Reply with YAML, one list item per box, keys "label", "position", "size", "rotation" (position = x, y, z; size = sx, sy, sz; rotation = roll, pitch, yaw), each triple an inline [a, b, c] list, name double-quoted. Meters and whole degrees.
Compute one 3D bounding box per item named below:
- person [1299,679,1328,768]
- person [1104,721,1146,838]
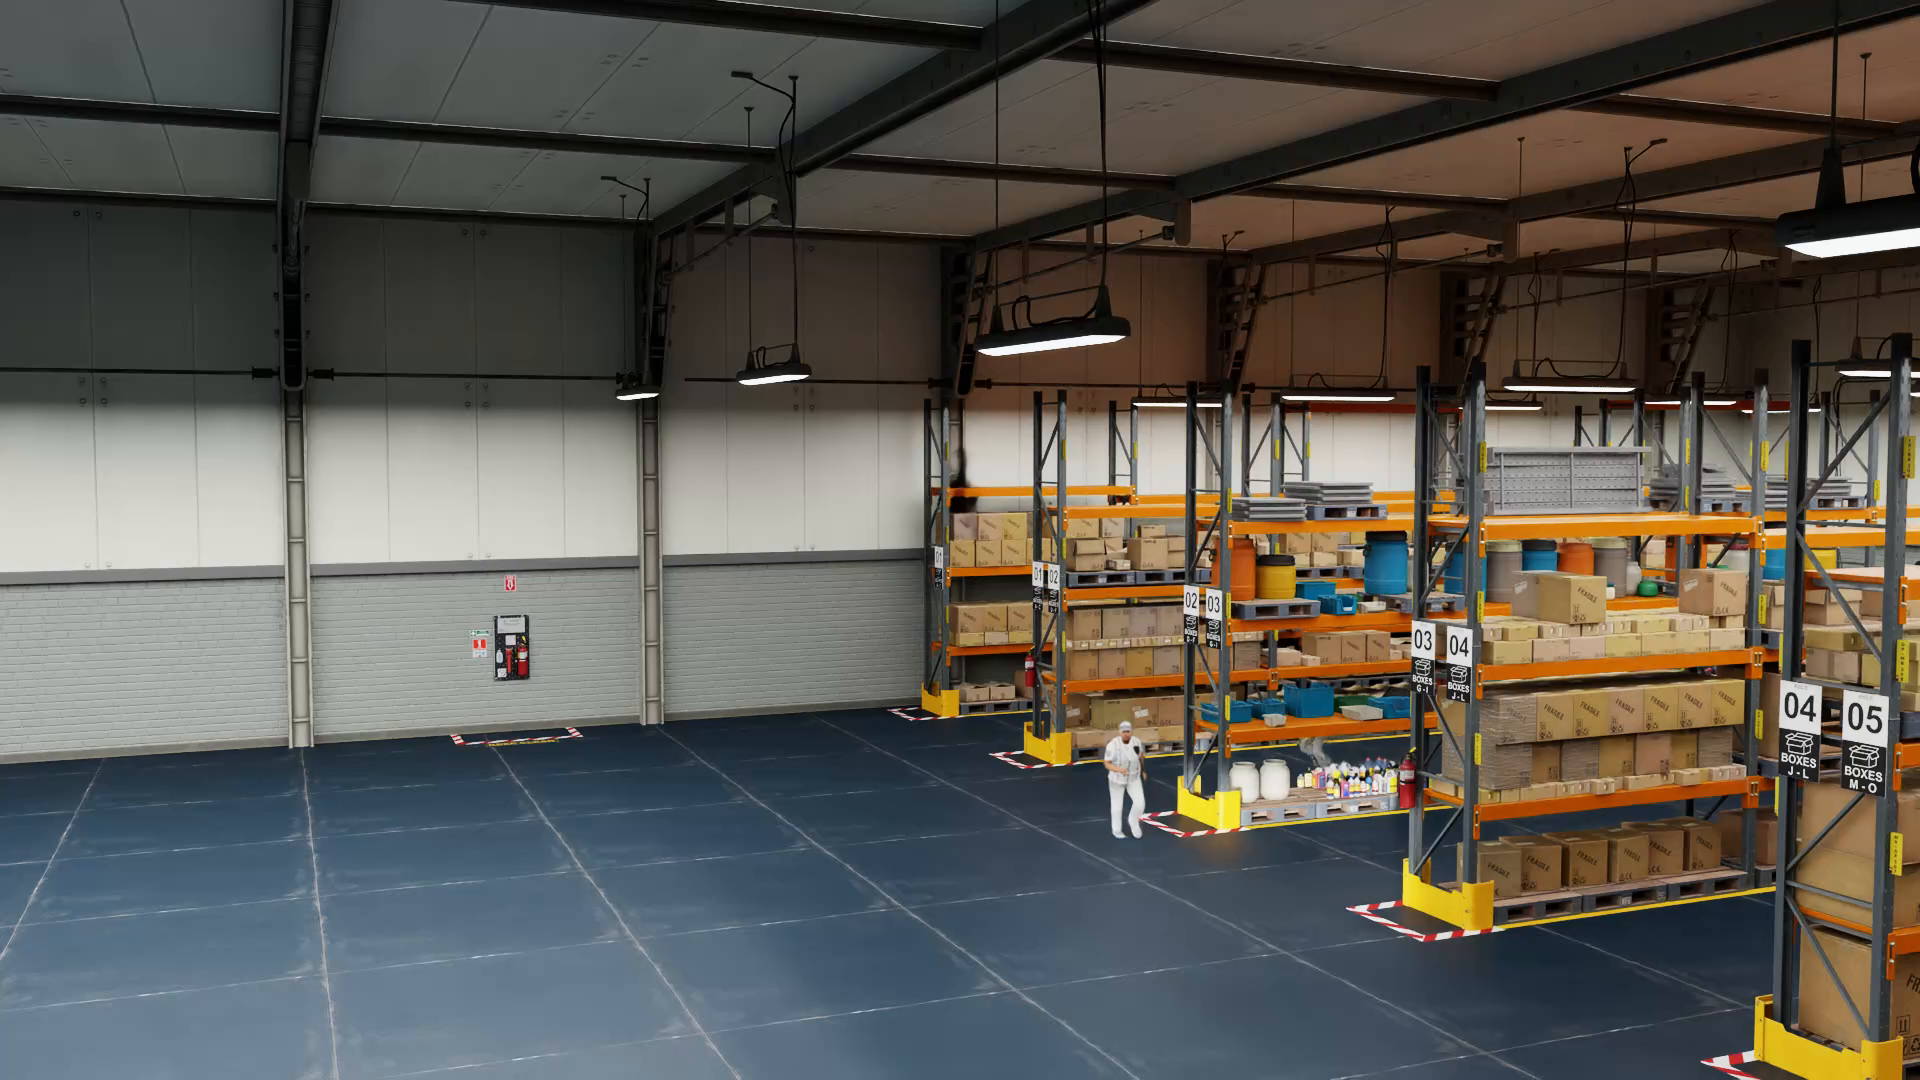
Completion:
- label: "person"
  position: [5.456, 2.888, 25.337]
  size: [0.496, 1.556, 0.570]
  rotation: [-1, 3, -15]
- label: "person"
  position: [2.139, 3.105, 21.448]
  size: [0.616, 1.586, 0.895]
  rotation: [0, 3, -5]
